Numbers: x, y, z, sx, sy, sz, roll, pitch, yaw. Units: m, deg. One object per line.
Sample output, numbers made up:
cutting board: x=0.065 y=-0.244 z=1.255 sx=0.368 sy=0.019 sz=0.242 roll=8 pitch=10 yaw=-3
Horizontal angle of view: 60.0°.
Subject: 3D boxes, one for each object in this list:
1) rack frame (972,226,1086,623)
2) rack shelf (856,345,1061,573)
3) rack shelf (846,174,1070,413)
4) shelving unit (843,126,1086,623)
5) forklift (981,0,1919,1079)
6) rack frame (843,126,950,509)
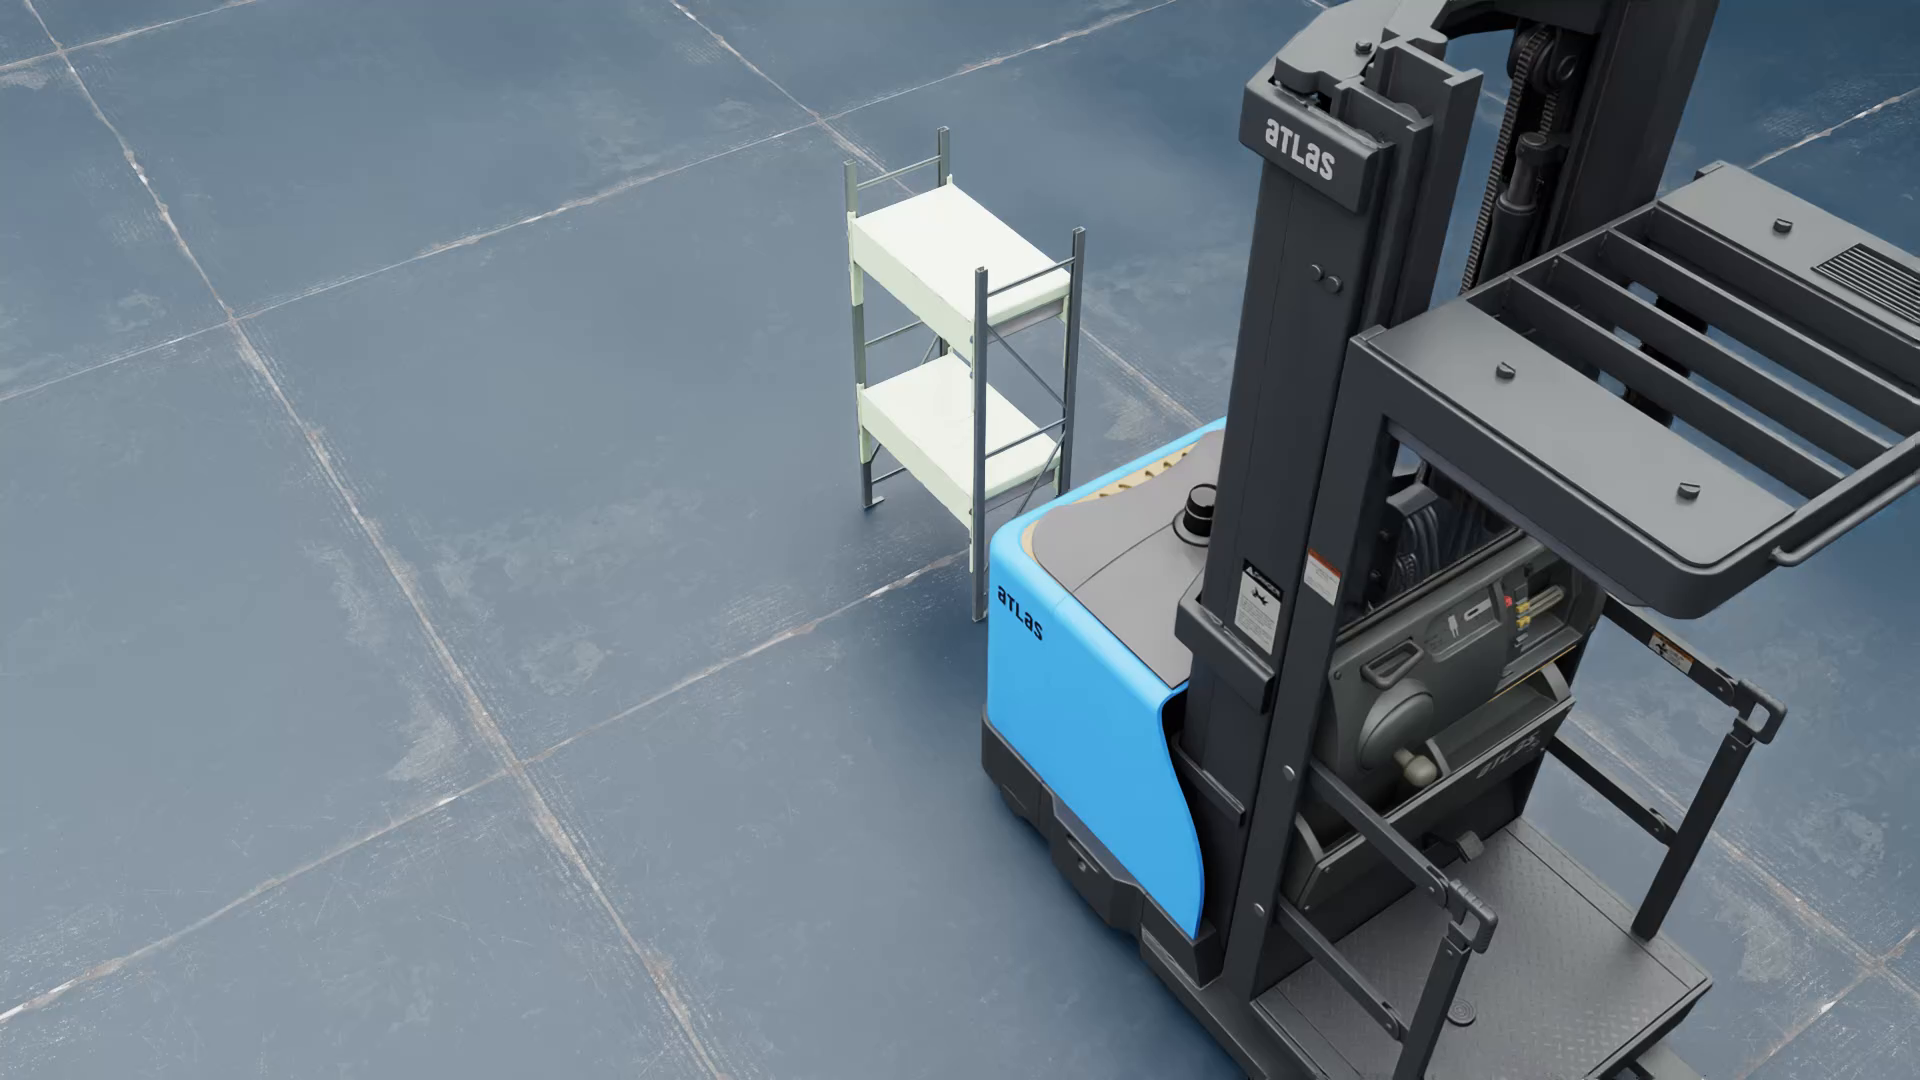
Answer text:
rack frame: x=0.213 y=-0.331 z=5.511 sx=0.400 sy=1.500 sz=0.023 roll=-26 pitch=49 yaw=-24
rack shelf: x=0.004 y=-0.303 z=5.953 sx=0.431 sy=0.370 sz=0.720 roll=-26 pitch=49 yaw=-24
rack shelf: x=0.004 y=-0.821 z=5.459 sx=0.431 sy=0.370 sz=0.720 roll=-26 pitch=49 yaw=-24
shelving unit: x=0.004 y=-0.539 z=5.728 sx=0.431 sy=1.500 sz=0.755 roll=-26 pitch=49 yaw=-24
forklift: x=1.329 y=0.331 z=3.780 sx=1.130 sy=2.935 sz=3.031 roll=-26 pitch=49 yaw=-25
rack frame: x=-0.206 y=-0.746 z=5.945 sx=0.400 sy=1.500 sz=0.023 roll=-26 pitch=49 yaw=-24
